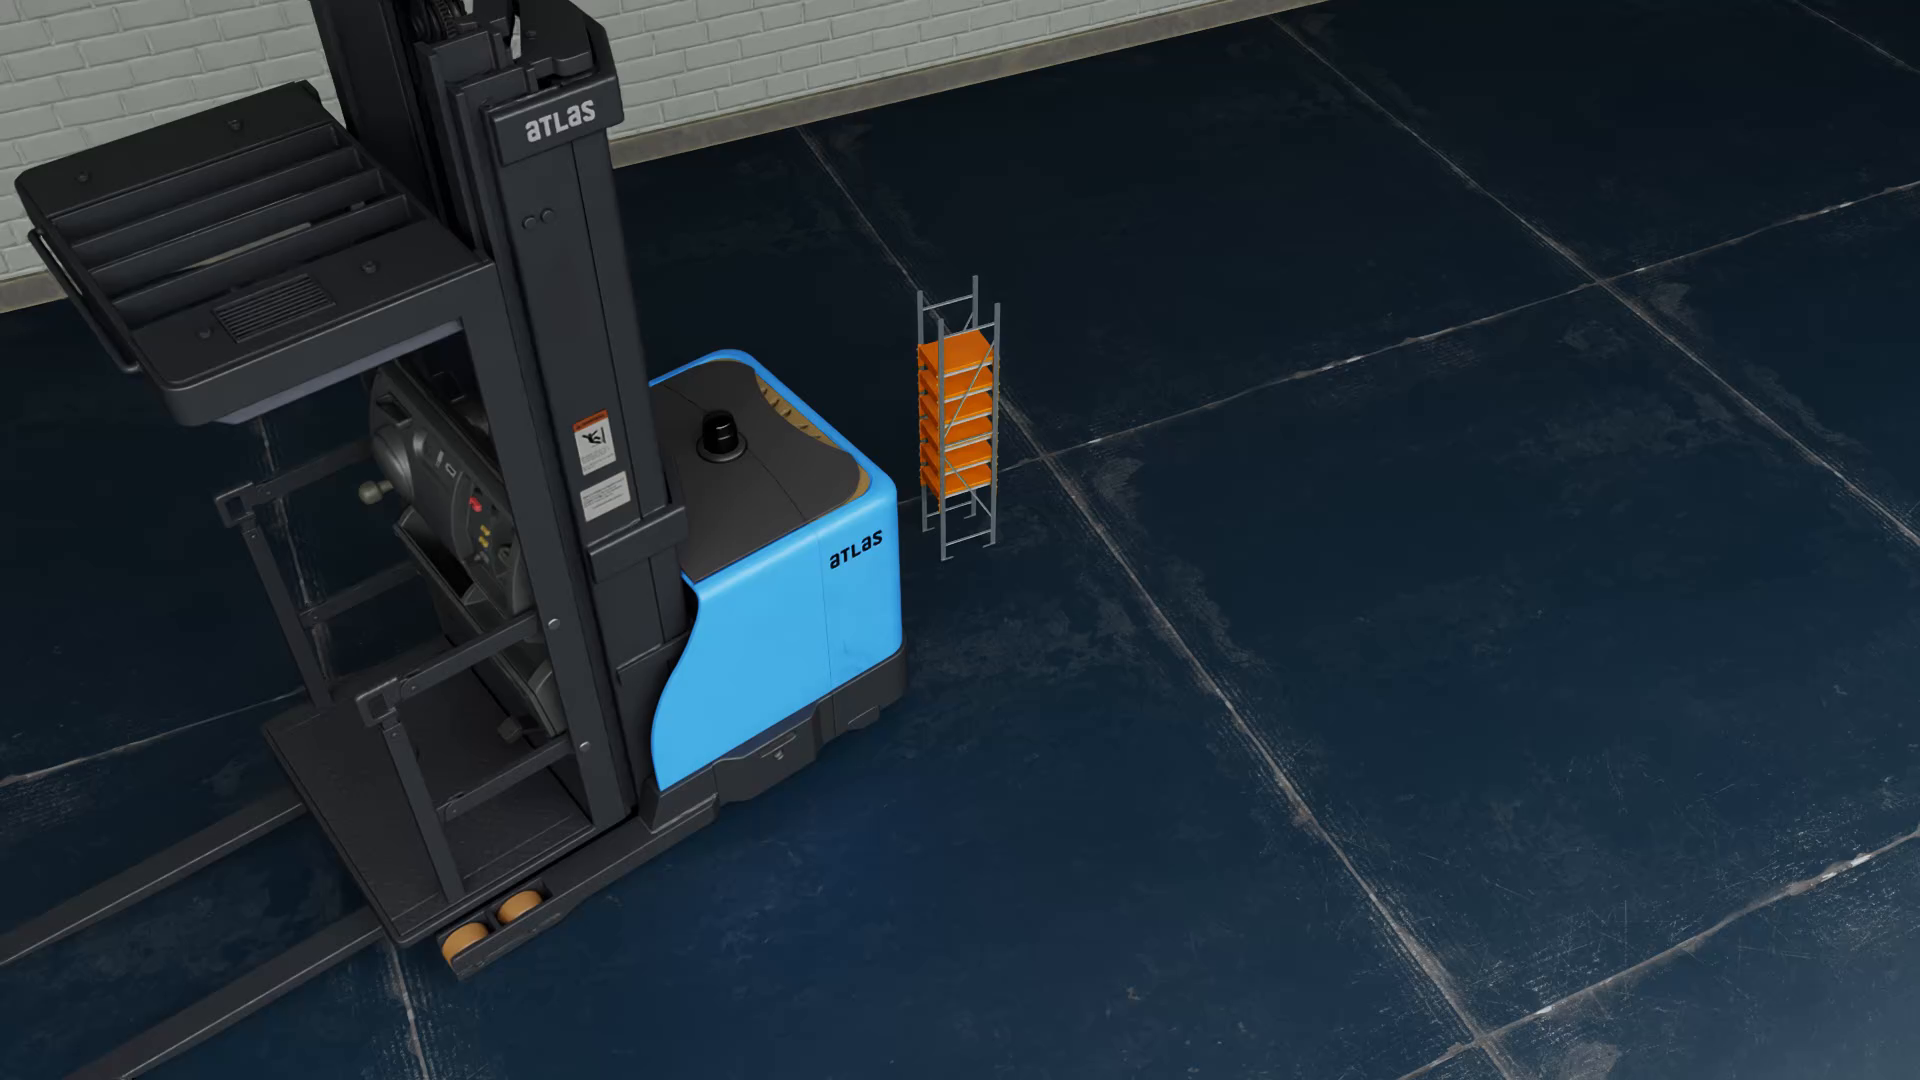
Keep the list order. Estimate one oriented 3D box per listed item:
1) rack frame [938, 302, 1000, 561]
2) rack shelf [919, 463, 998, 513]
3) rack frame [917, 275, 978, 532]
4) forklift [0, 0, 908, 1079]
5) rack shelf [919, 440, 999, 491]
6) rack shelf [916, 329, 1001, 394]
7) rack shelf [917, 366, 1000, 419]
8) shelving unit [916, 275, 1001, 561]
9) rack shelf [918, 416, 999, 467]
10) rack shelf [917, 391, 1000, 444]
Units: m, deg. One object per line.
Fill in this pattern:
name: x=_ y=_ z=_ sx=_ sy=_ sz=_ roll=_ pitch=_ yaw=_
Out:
rack frame: x=0.032 y=-0.378 z=6.279 sx=0.240 sy=1.200 sz=0.006 roll=-18 pitch=47 yaw=-17
rack shelf: x=-0.006 y=-0.234 z=6.538 sx=0.258 sy=0.103 sz=0.180 roll=-18 pitch=47 yaw=-17
rack frame: x=-0.045 y=-0.495 z=6.397 sx=0.240 sy=1.200 sz=0.006 roll=-18 pitch=47 yaw=-17
forklift: x=-1.658 y=-0.076 z=4.740 sx=3.031 sy=2.935 sz=1.130 roll=-29 pitch=52 yaw=-26
rack shelf: x=-0.006 y=-0.319 z=6.453 sx=0.258 sy=0.103 sz=0.180 roll=-18 pitch=47 yaw=-17
rack shelf: x=-0.006 y=-0.661 z=6.116 sx=0.258 sy=0.103 sz=0.180 roll=-18 pitch=47 yaw=-17
rack shelf: x=-0.006 y=-0.576 z=6.201 sx=0.258 sy=0.103 sz=0.180 roll=-18 pitch=47 yaw=-17
shelving unit: x=-0.006 y=-0.436 z=6.338 sx=0.258 sy=1.200 sz=0.189 roll=-18 pitch=47 yaw=-17
rack shelf: x=-0.006 y=-0.405 z=6.369 sx=0.258 sy=0.103 sz=0.180 roll=-18 pitch=47 yaw=-17
rack shelf: x=-0.006 y=-0.490 z=6.285 sx=0.258 sy=0.103 sz=0.180 roll=-18 pitch=47 yaw=-17
